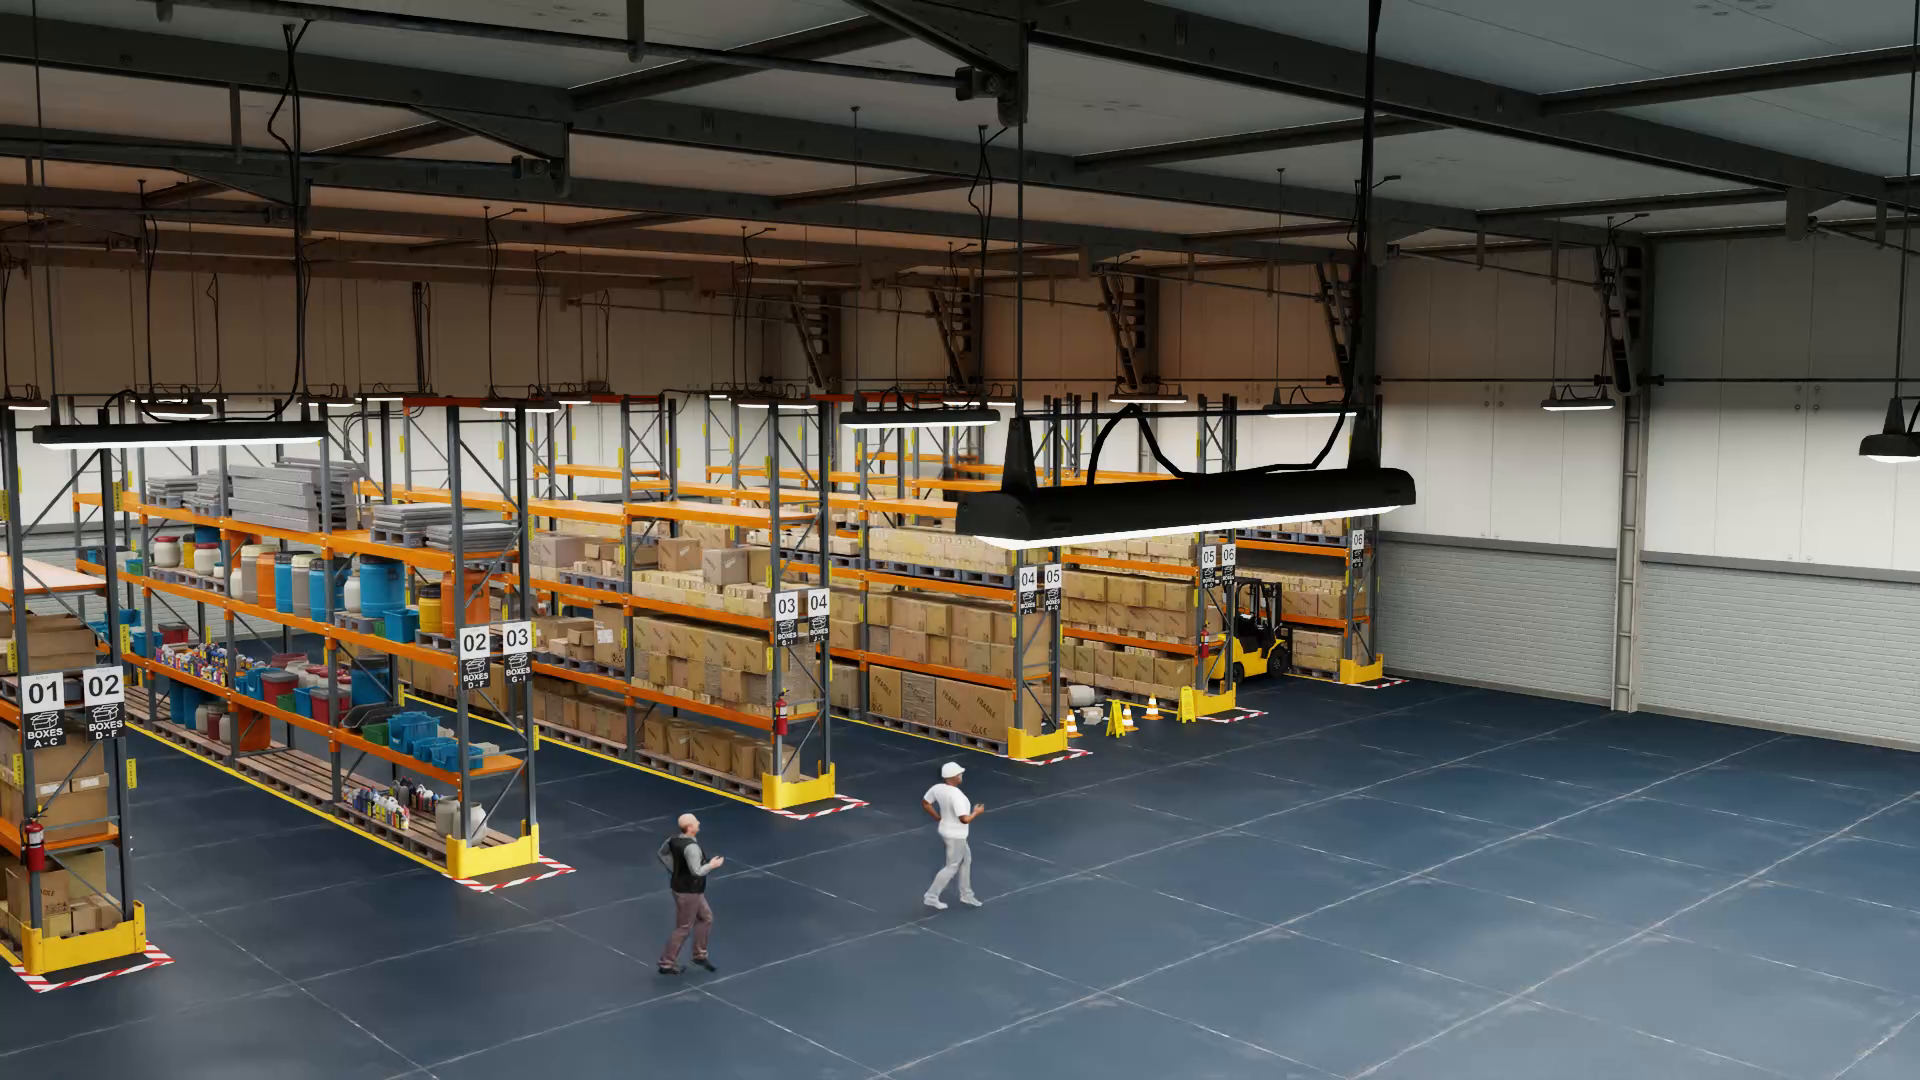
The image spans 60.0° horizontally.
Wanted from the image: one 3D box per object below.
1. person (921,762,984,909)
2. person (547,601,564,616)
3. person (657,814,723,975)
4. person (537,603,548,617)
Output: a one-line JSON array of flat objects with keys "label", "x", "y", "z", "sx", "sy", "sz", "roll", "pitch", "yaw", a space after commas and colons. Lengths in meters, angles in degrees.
[{"label": "person", "x": -0.073, "y": 3.528, "z": 19.730, "sx": 0.802, "sy": 1.809, "sz": 0.684, "roll": -2, "pitch": 6, "yaw": -21}, {"label": "person", "x": -9.989, "y": 1.573, "z": 41.010, "sx": 0.689, "sy": 1.587, "sz": 0.675, "roll": 0, "pitch": 6, "yaw": -2}, {"label": "person", "x": -2.874, "y": 3.774, "z": 17.646, "sx": 0.729, "sy": 1.774, "sz": 0.647, "roll": -2, "pitch": 6, "yaw": -23}, {"label": "person", "x": -8.501, "y": 2.176, "z": 33.738, "sx": 0.877, "sy": 1.816, "sz": 0.643, "roll": 5, "pitch": 8, "yaw": 44}]
